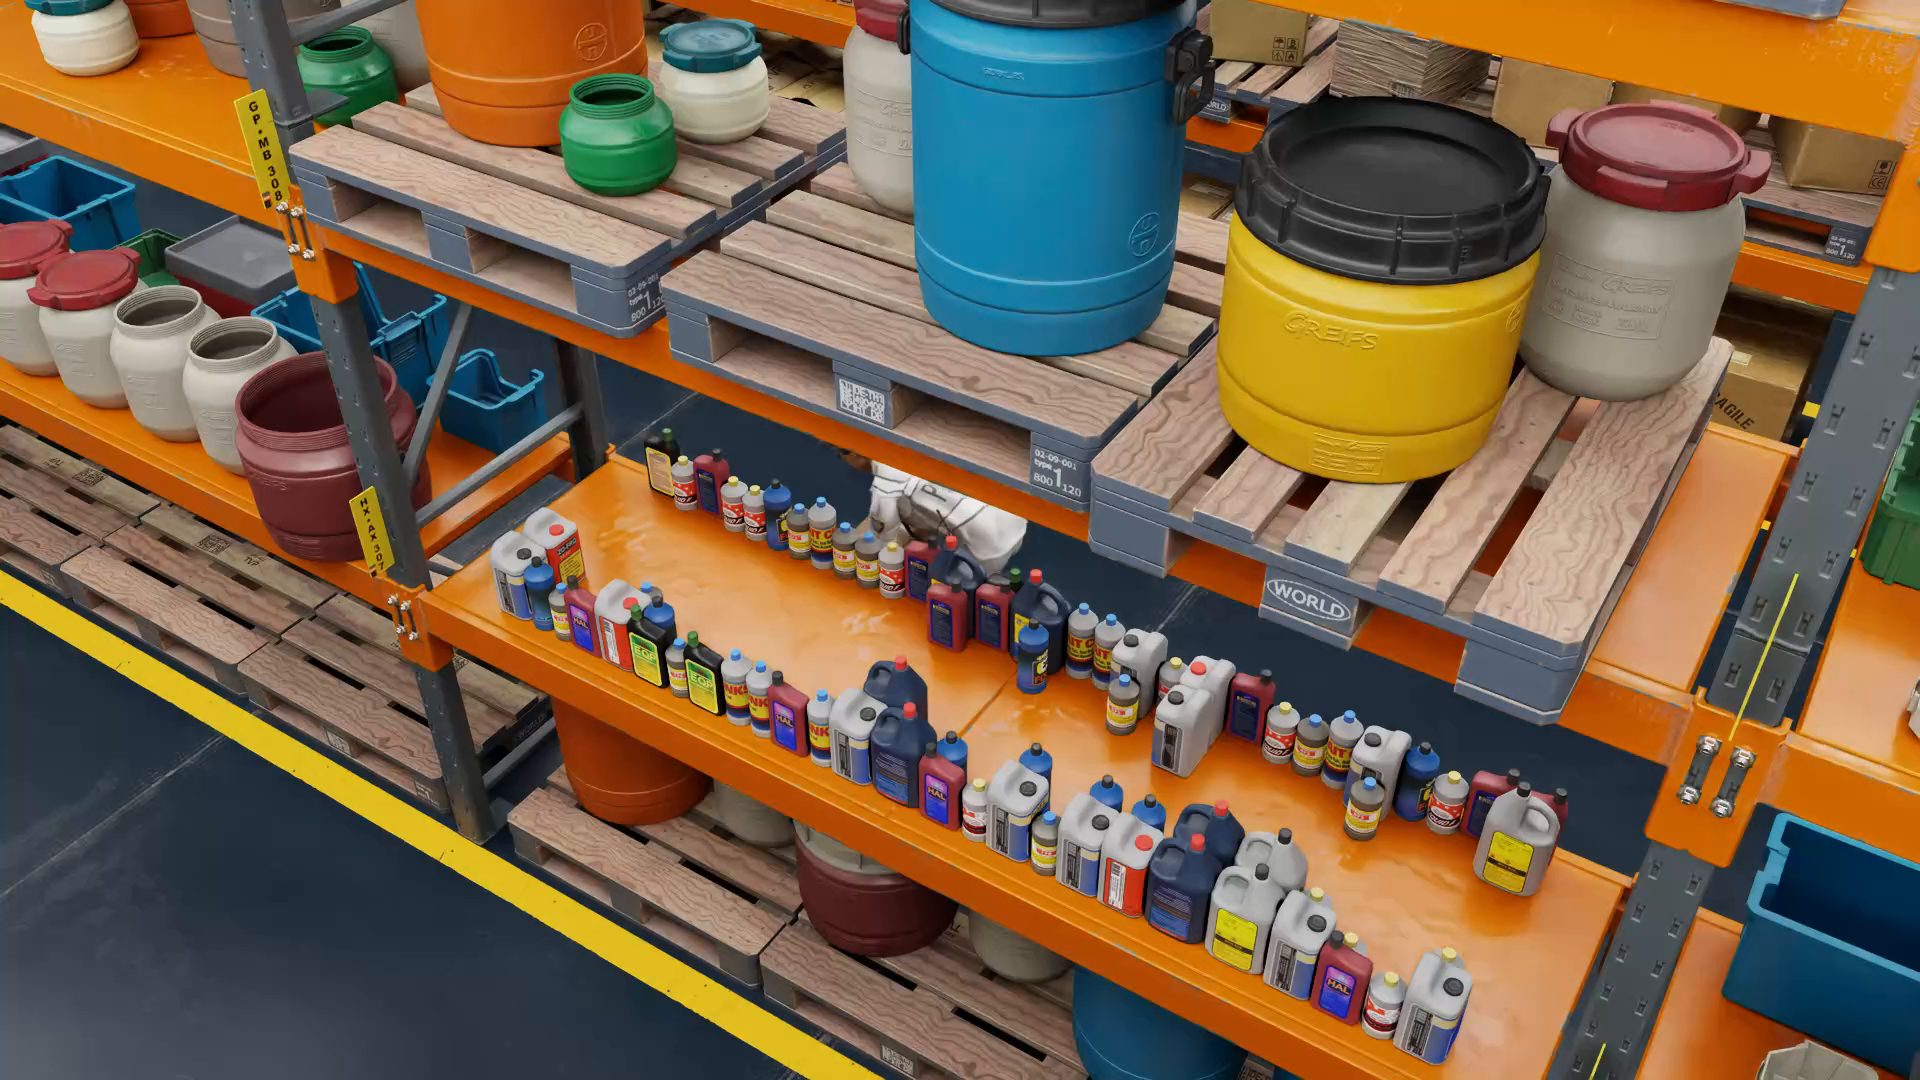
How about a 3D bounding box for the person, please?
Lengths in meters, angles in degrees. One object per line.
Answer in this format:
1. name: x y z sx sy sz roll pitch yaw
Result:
1. person: -0.159 0.051 6.934 0.886 1.271 0.431 19 43 23
